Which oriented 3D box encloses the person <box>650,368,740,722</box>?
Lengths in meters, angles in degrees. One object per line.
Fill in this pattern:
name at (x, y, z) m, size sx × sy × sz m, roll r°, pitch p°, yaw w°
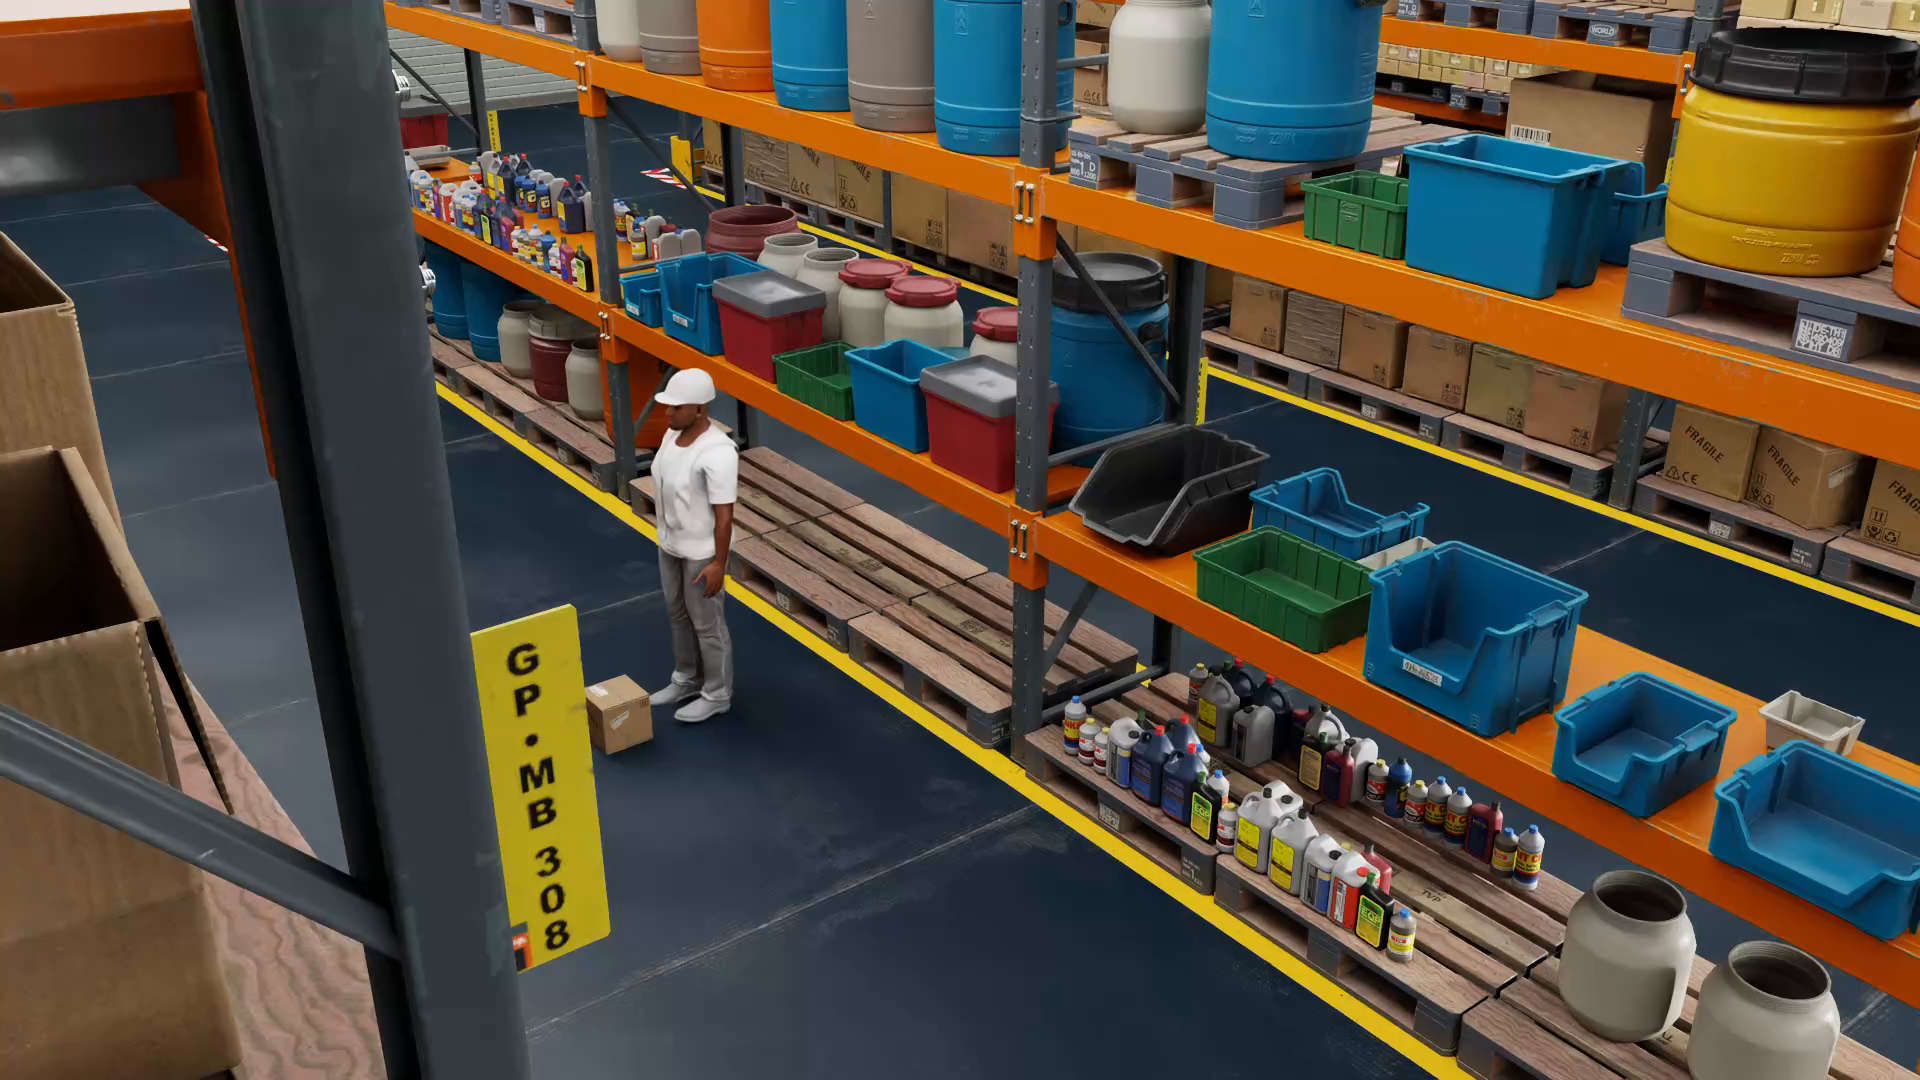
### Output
person at (-1.299, 0.047, 7.994) m, size 0.426 × 1.795 × 0.577 m, roll -18°, pitch 30°, yaw -33°
